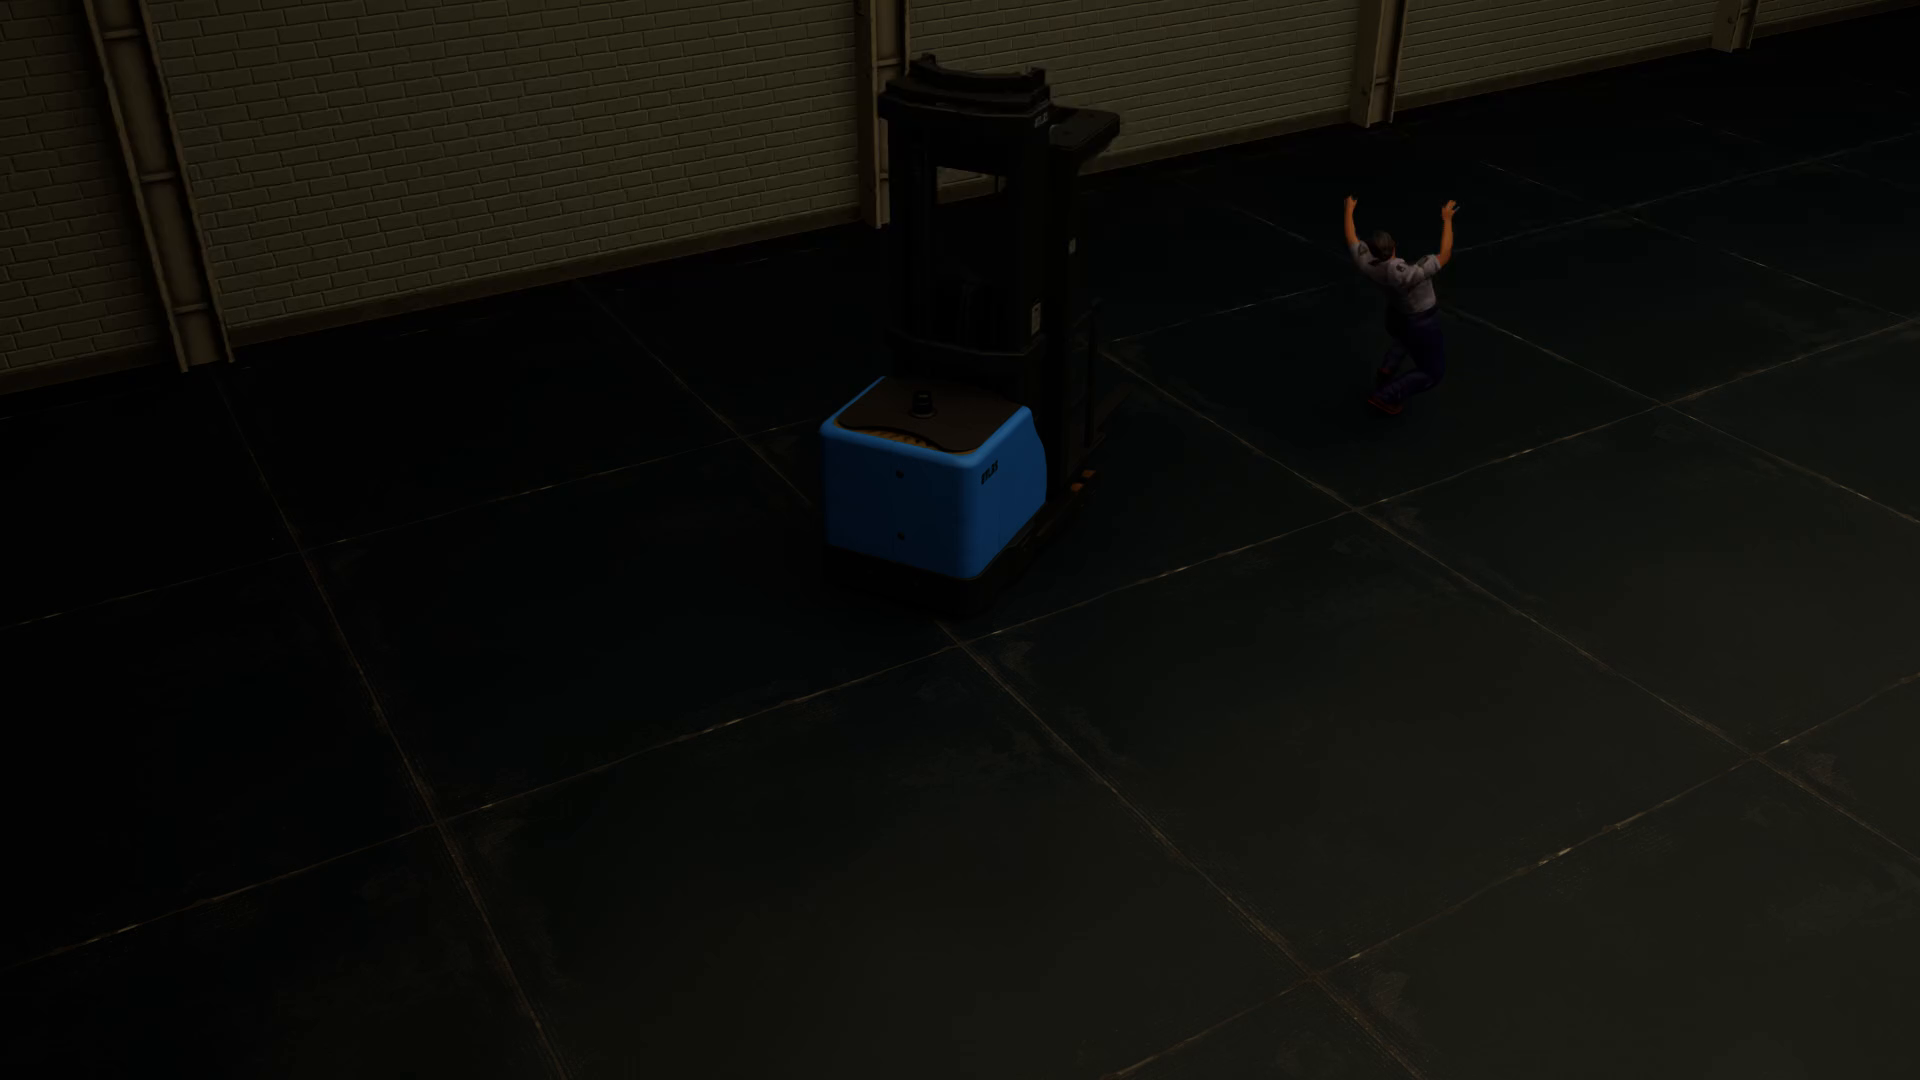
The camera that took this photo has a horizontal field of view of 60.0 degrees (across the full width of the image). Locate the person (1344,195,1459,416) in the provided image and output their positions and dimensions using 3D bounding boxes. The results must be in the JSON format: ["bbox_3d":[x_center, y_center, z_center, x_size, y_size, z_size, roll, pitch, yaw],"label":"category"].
[{"bbox_3d":[3.105,-1.730,11.903,0.758,1.581,0.996,-13,33,-21],"label":"person"}]

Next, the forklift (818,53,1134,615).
[{"bbox_3d":[0.276,-1.558,10.249,1.130,2.935,3.031,14,34,22],"label":"forklift"}]
